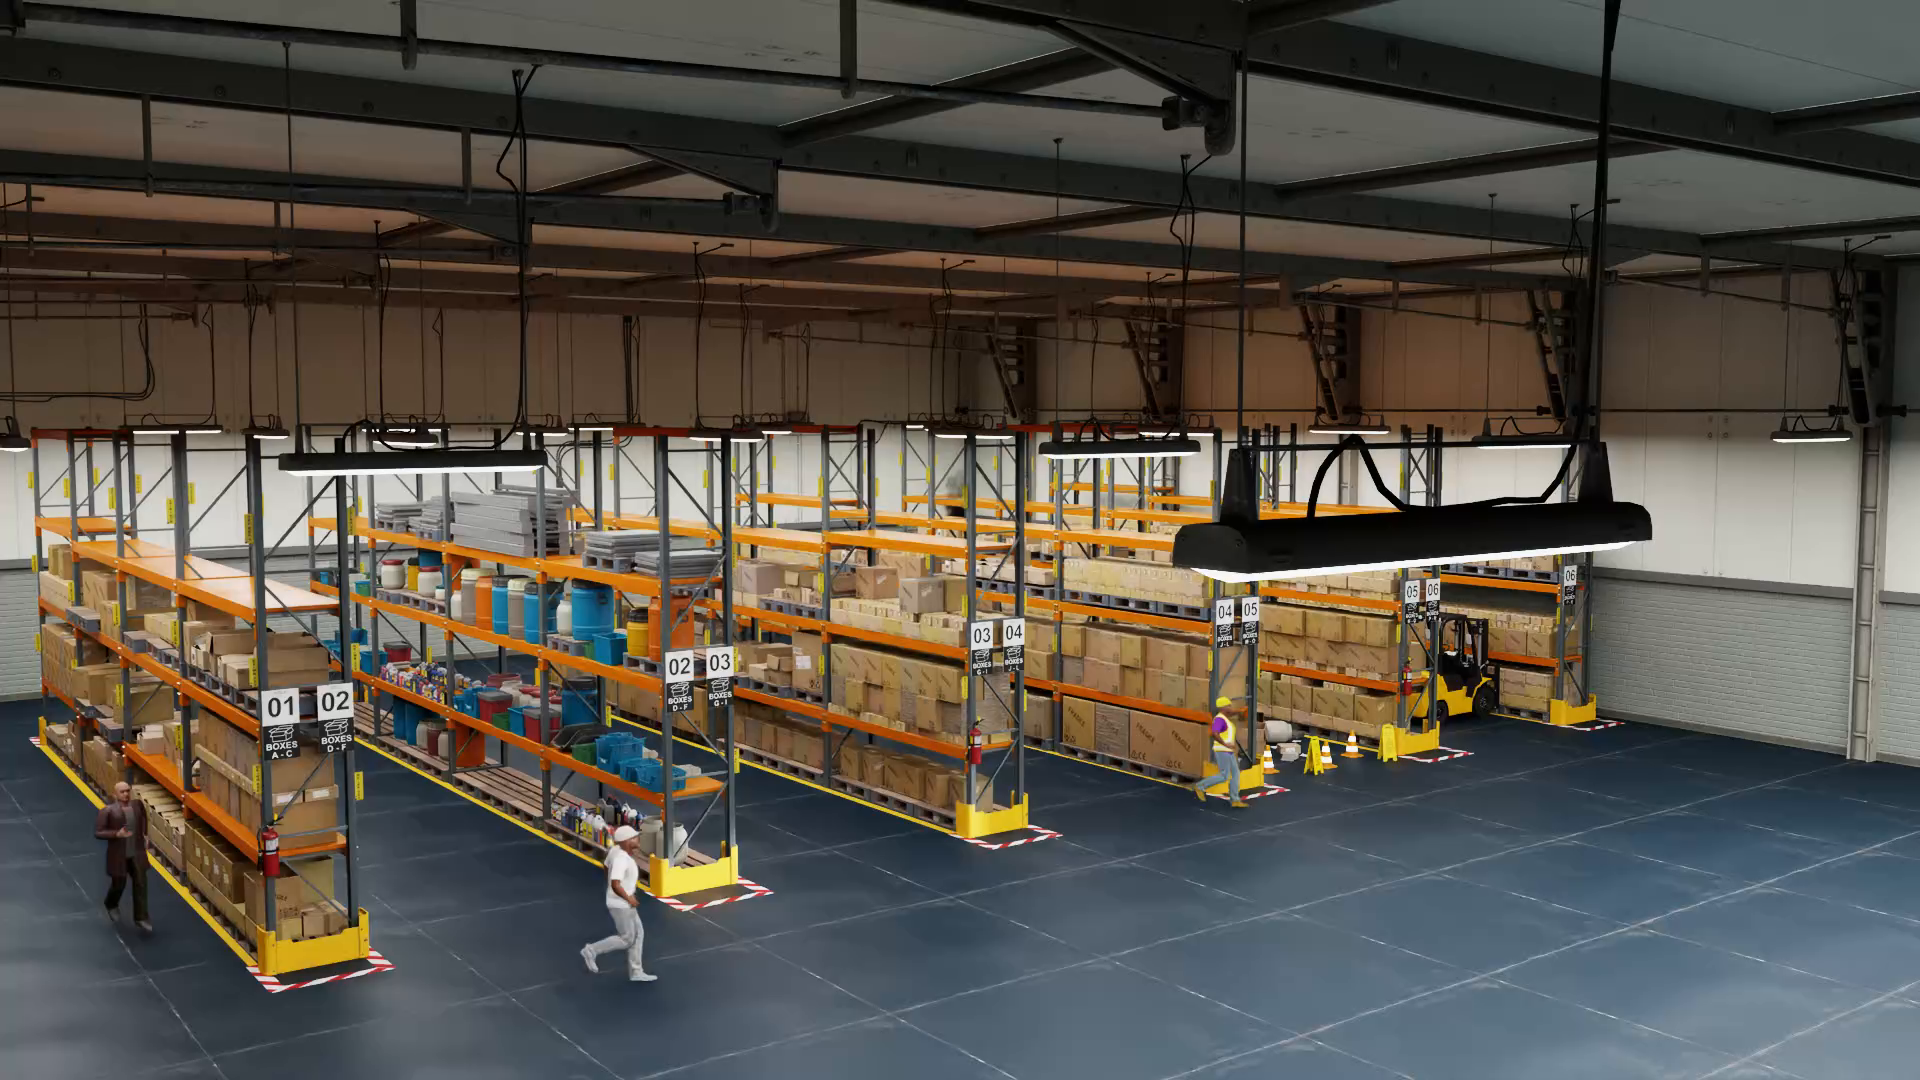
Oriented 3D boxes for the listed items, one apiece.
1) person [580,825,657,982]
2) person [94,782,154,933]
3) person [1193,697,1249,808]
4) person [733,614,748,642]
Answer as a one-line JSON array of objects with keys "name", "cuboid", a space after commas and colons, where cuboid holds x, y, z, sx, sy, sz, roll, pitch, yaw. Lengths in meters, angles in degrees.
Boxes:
[{"name": "person", "cuboid": [-3.785, 4.030, 18.391, 0.830, 1.747, 0.727, -1, 5, -14]}, {"name": "person", "cuboid": [-10.128, 3.817, 20.195, 1.000, 1.770, 0.710, 4, 6, 42]}, {"name": "person", "cuboid": [4.227, 3.382, 26.615, 0.895, 1.730, 0.767, 2, 5, 19]}, {"name": "person", "cuboid": [-5.456, 2.184, 41.822, 0.664, 1.626, 0.729, -2, 5, -28]}]
